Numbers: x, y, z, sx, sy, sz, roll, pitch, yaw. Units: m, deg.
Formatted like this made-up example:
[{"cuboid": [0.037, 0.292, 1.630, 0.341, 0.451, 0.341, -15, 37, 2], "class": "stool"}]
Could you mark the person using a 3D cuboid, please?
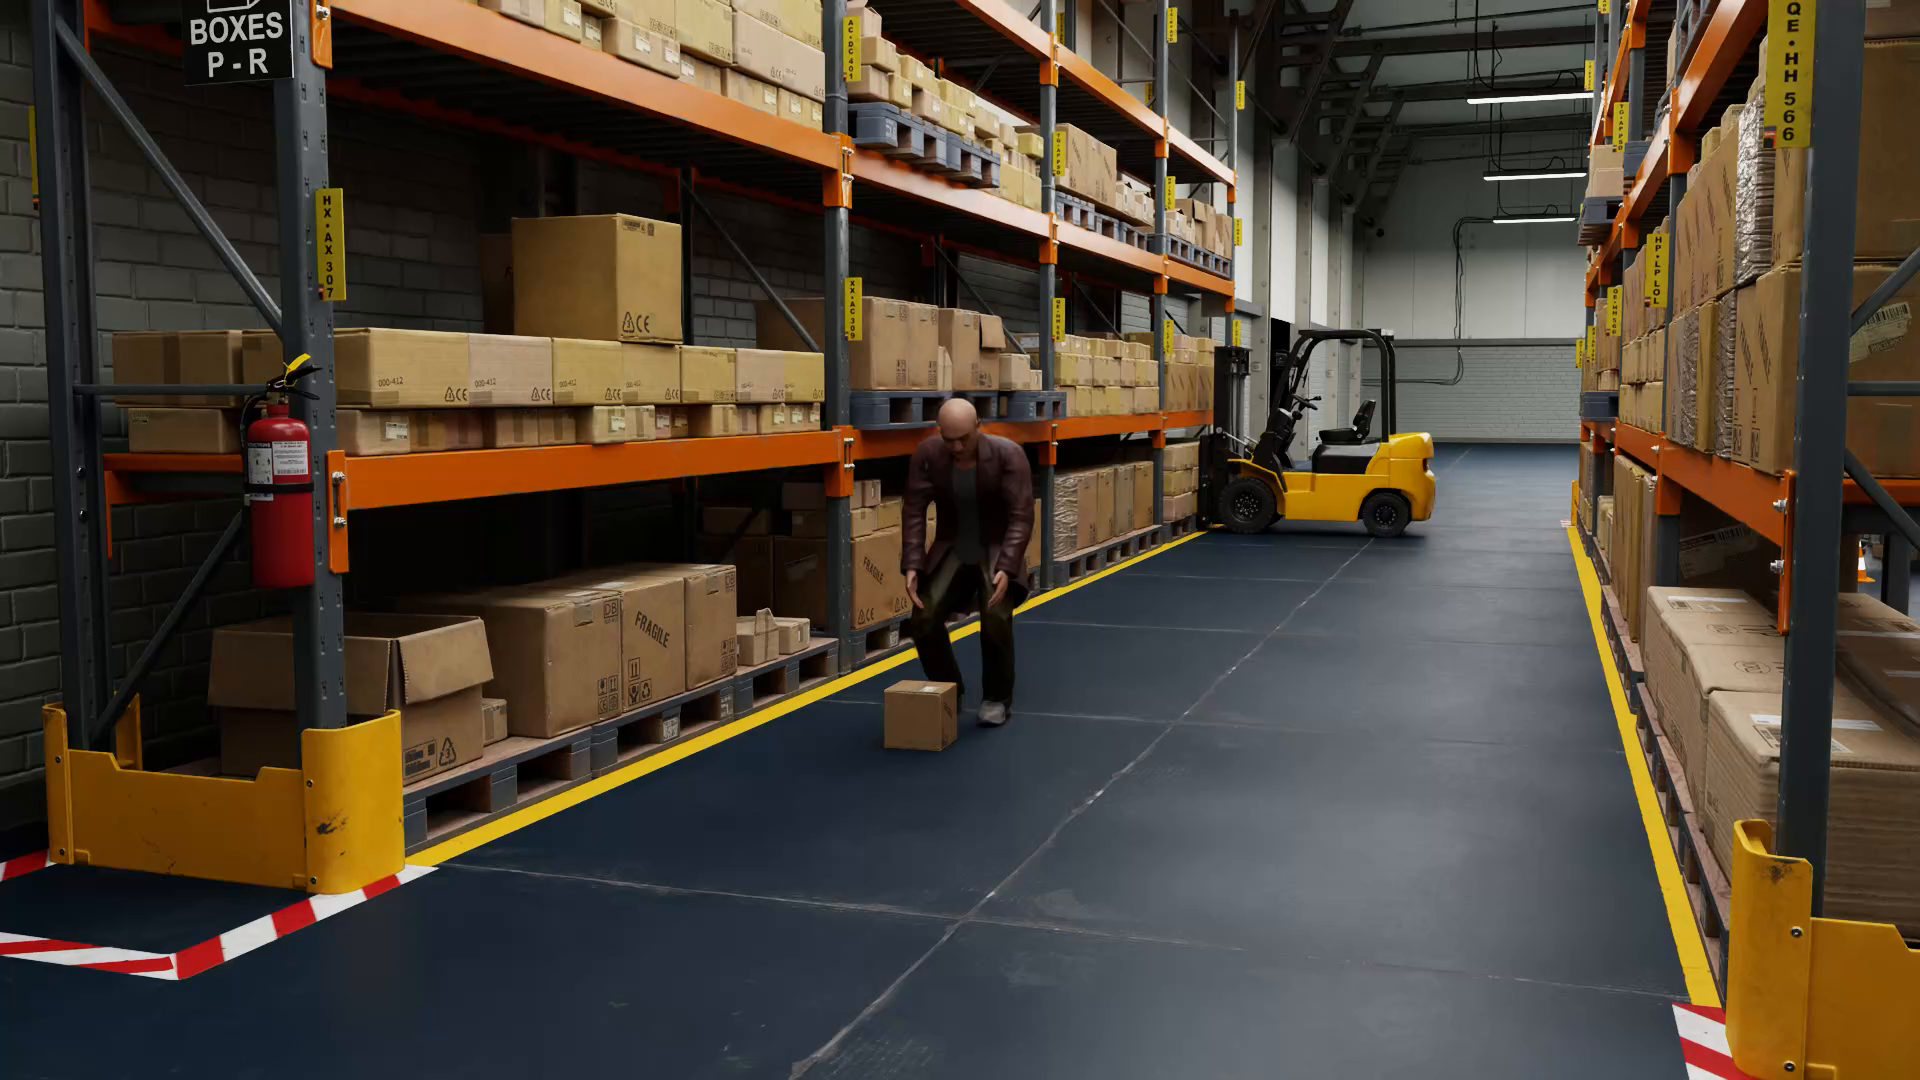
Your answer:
[{"cuboid": [0.060, 0.100, 7.577, 0.630, 1.470, 0.681, 2, 5, 19], "class": "person"}]
